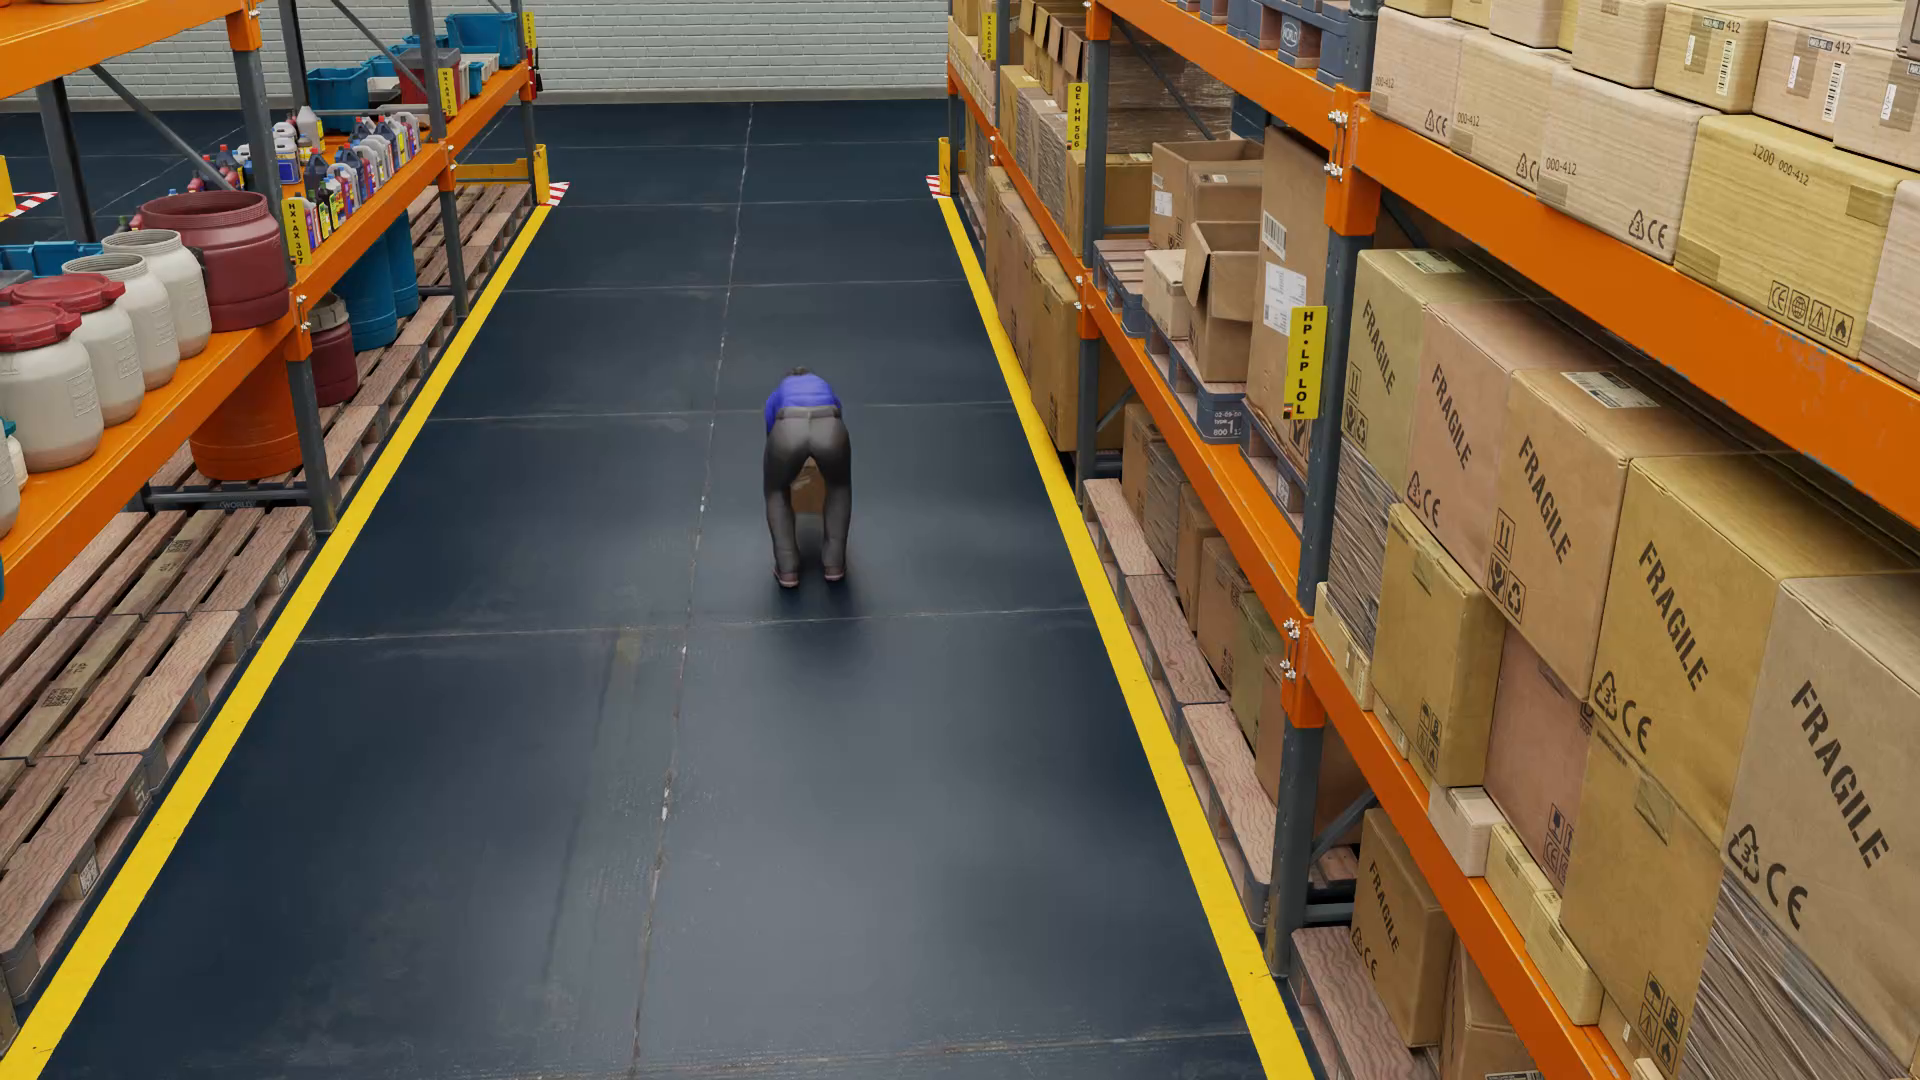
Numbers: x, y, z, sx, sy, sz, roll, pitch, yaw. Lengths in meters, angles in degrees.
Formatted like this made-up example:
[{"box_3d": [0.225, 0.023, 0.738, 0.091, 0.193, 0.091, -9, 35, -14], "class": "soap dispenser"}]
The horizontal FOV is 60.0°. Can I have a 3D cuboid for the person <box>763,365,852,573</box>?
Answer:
[{"box_3d": [-0.759, -0.368, 8.202, 0.434, 0.899, 0.877, -3, 24, -7], "class": "person"}]
